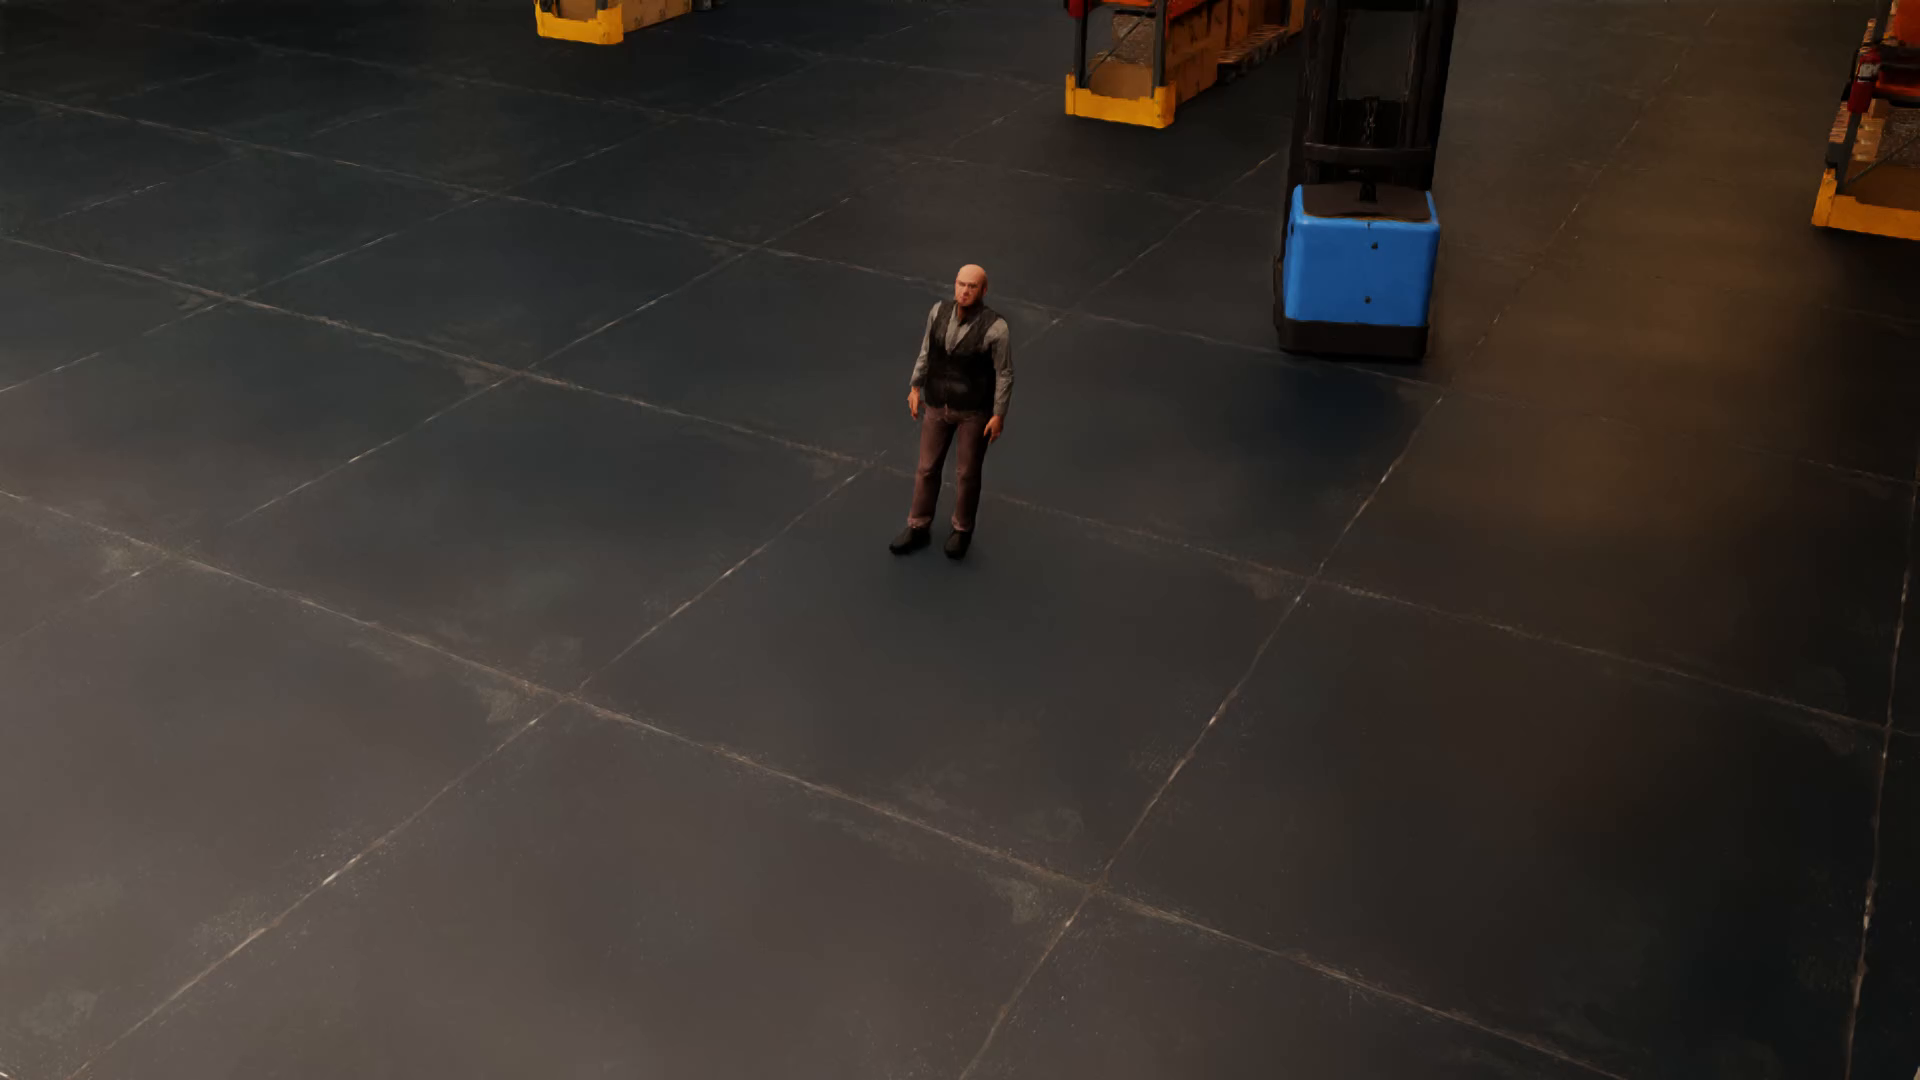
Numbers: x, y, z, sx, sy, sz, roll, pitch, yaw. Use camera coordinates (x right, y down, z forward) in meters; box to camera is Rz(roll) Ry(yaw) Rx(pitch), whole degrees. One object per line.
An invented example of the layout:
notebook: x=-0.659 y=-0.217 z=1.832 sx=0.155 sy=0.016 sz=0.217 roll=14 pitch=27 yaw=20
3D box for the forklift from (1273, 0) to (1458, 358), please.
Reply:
forklift: x=3.121 y=-3.322 z=12.827 sx=1.130 sy=2.935 sz=3.031 roll=4 pitch=30 yaw=8

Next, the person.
person: x=-0.037 y=-0.726 z=9.525 sx=0.632 sy=1.720 sz=0.567 roll=15 pitch=33 yaw=25
